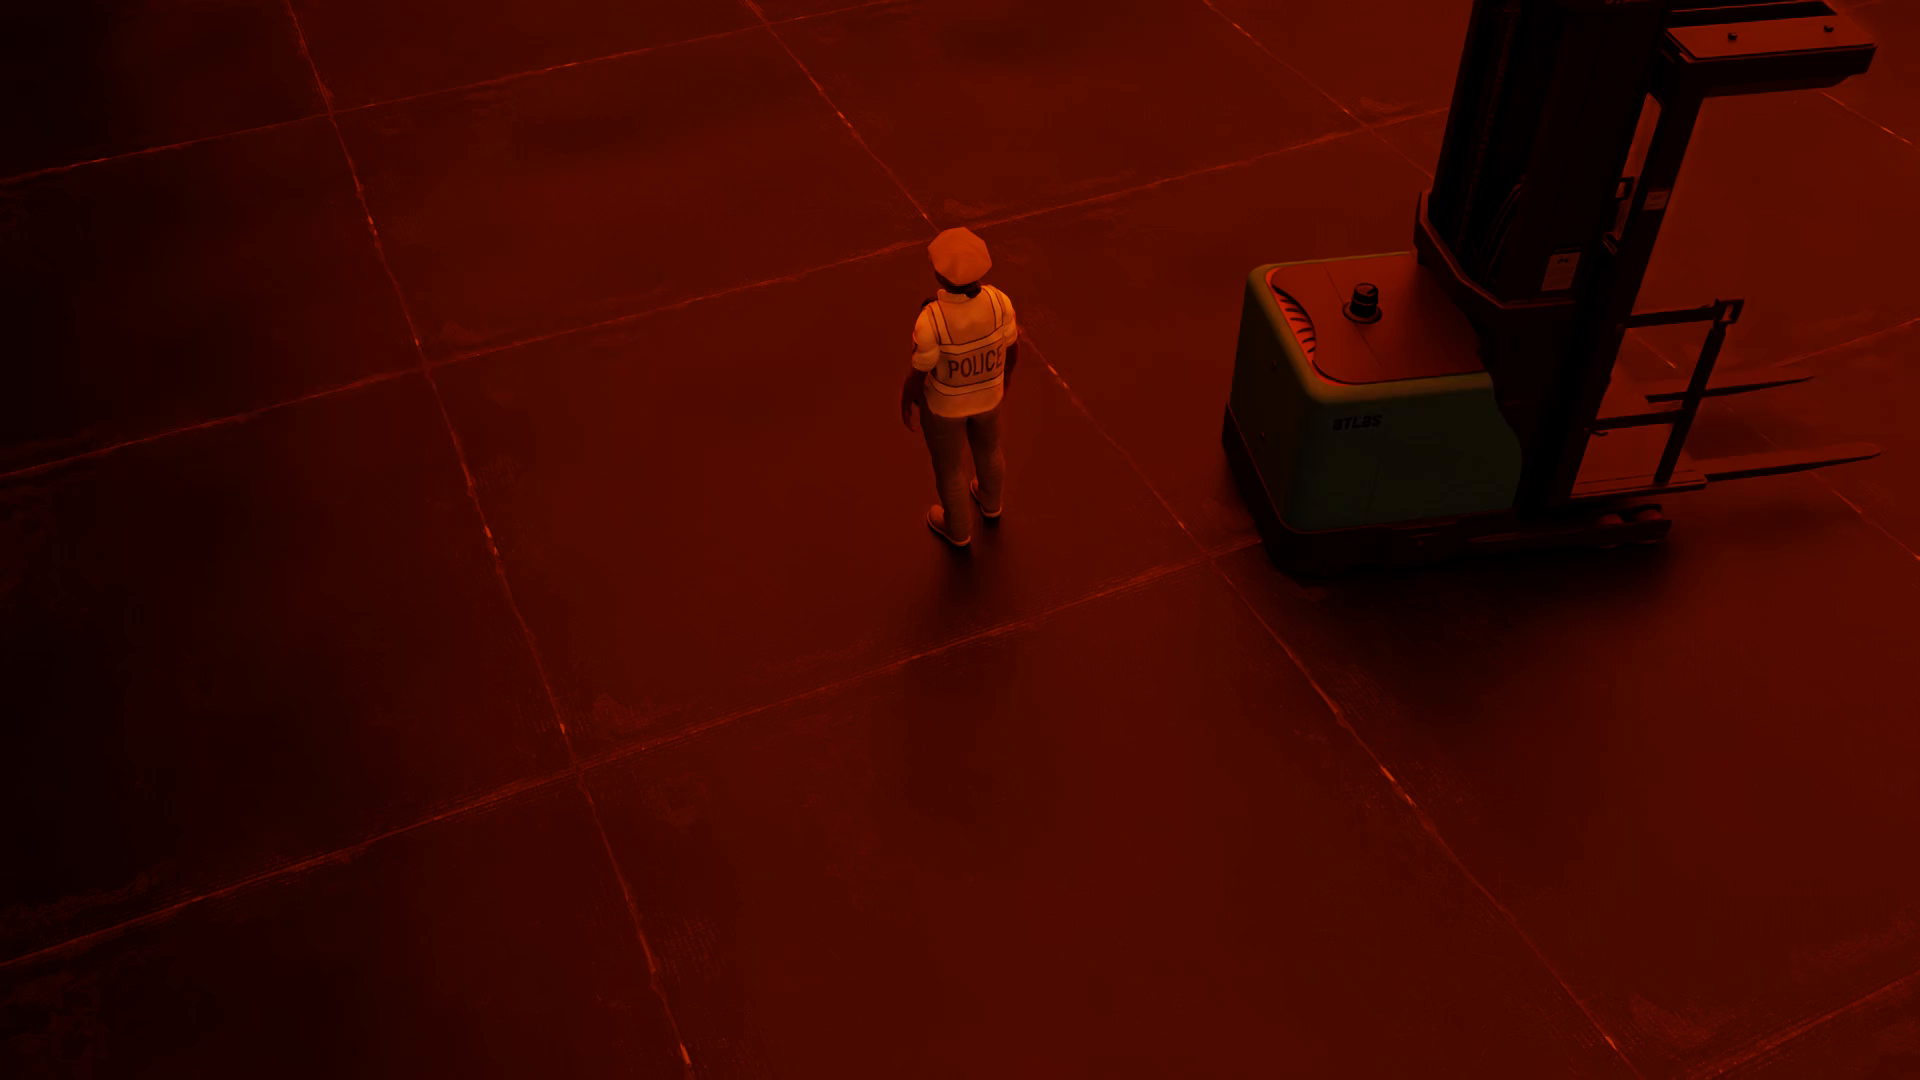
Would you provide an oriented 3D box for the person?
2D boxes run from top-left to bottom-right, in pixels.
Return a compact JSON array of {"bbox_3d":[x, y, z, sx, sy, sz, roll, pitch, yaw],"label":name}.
[{"bbox_3d":[-0.014,-0.677,7.301,0.570,1.697,0.528,-18,46,-18],"label":"person"}]

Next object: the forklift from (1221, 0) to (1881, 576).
[{"bbox_3d":[2.861,-1.383,7.162,3.031,2.935,1.130,-6,43,-7],"label":"forklift"}]
